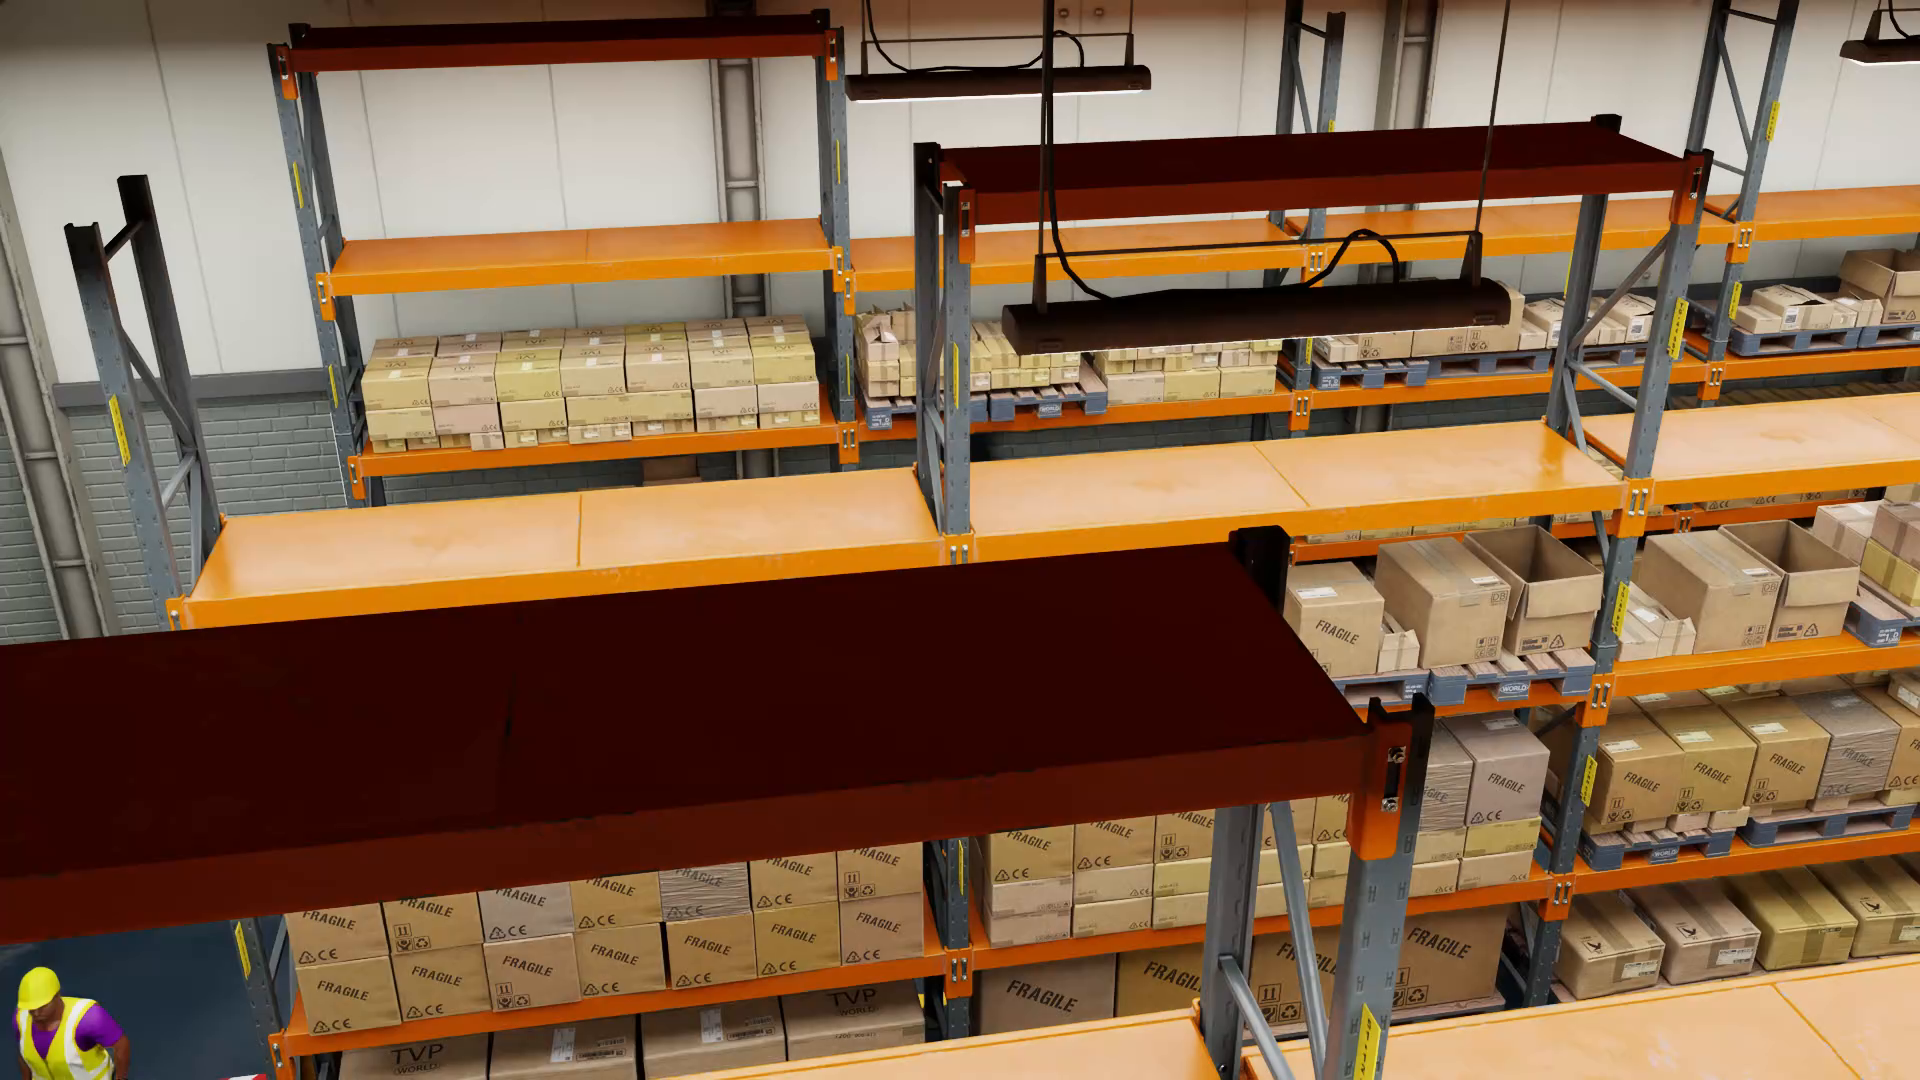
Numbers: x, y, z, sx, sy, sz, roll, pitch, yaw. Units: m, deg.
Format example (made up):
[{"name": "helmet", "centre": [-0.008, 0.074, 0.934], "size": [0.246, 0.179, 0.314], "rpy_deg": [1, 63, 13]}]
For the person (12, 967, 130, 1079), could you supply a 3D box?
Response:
[{"name": "person", "centre": [-5.149, 3.153, 9.736], "size": [0.647, 1.735, 0.532], "rpy_deg": [3, 26, 5]}]
